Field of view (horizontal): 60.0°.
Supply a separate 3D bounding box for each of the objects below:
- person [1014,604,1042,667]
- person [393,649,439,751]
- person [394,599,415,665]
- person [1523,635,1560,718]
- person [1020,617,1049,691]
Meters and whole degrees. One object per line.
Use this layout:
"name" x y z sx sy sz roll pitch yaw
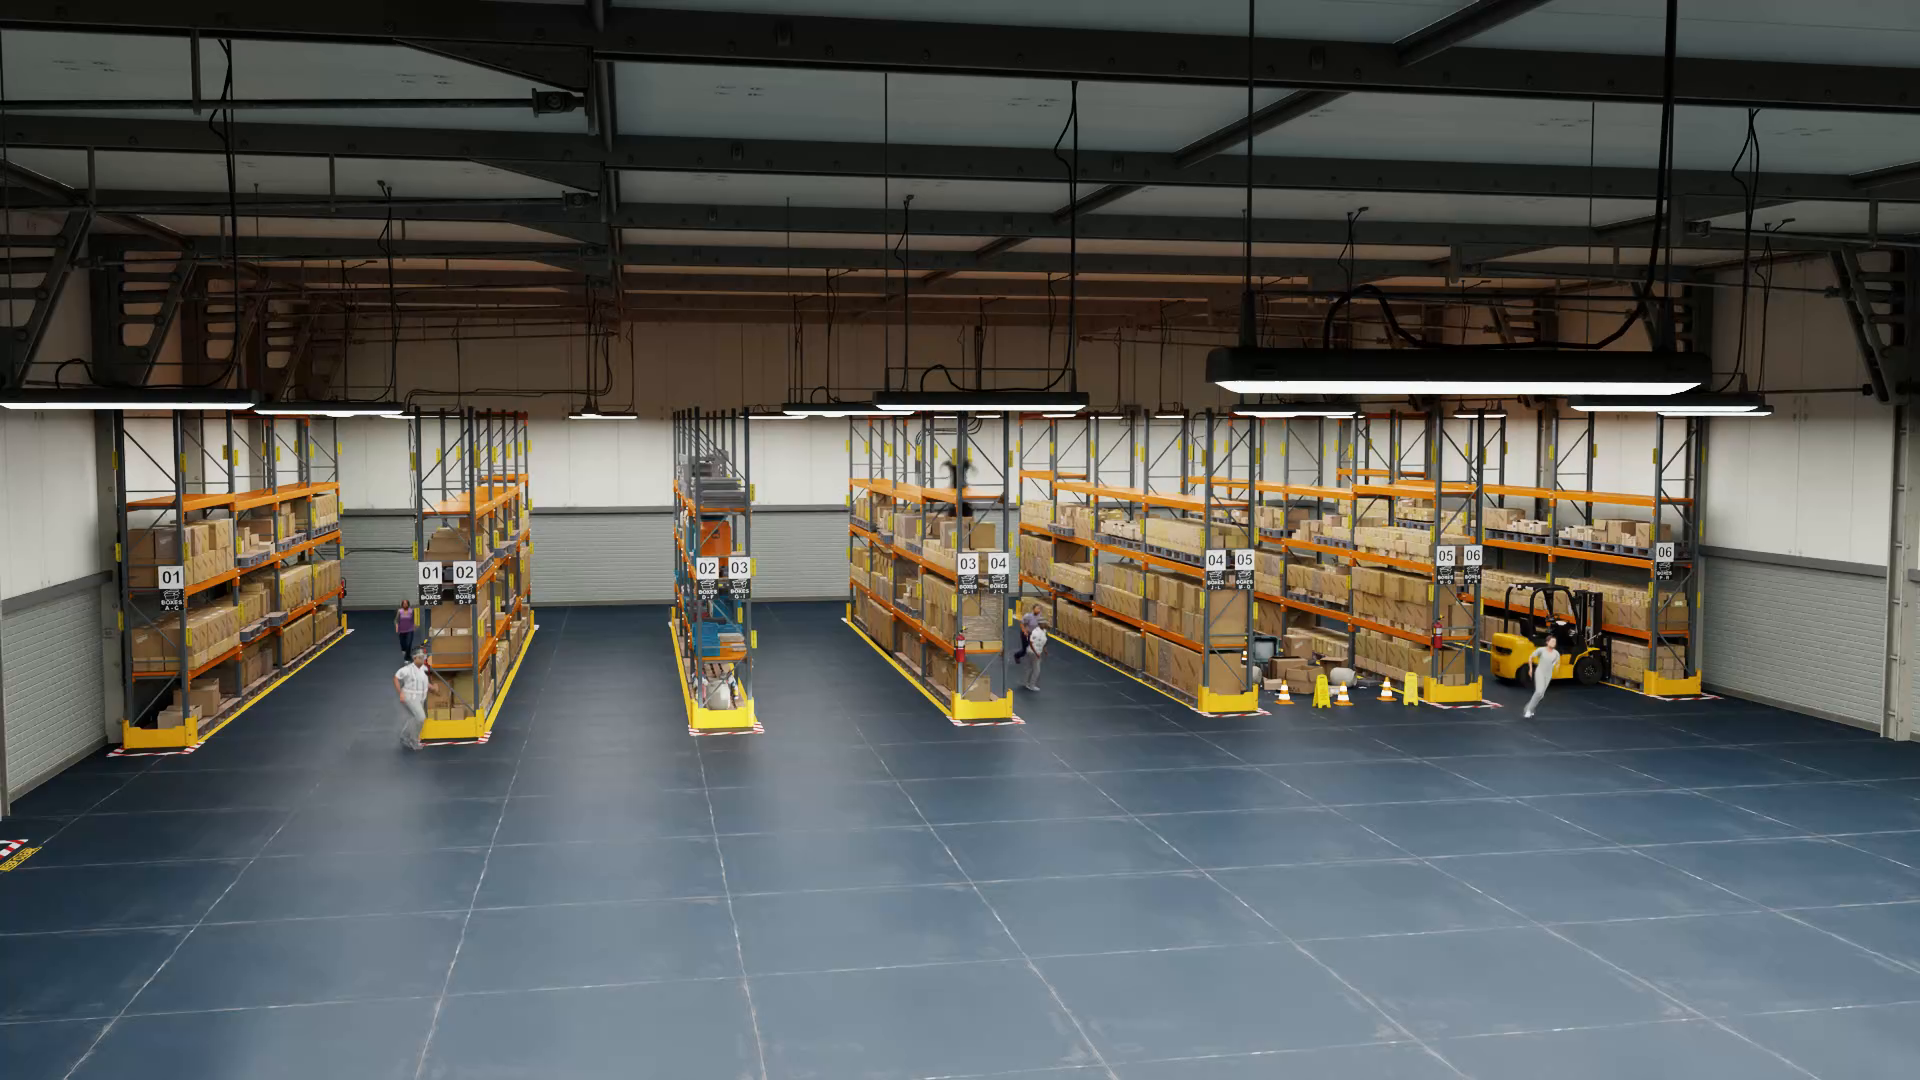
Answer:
"person" 1.570 2.240 38.269 0.617 1.616 0.896 -3 5 -37
"person" -9.531 2.809 29.101 0.863 1.797 0.594 2 4 22
"person" -13.098 2.162 39.334 0.517 1.560 0.659 -1 4 -15
"person" 11.190 2.619 32.003 0.732 1.586 0.709 -1 4 -10
"person" 1.562 2.417 35.430 0.773 1.625 0.592 2 5 29
